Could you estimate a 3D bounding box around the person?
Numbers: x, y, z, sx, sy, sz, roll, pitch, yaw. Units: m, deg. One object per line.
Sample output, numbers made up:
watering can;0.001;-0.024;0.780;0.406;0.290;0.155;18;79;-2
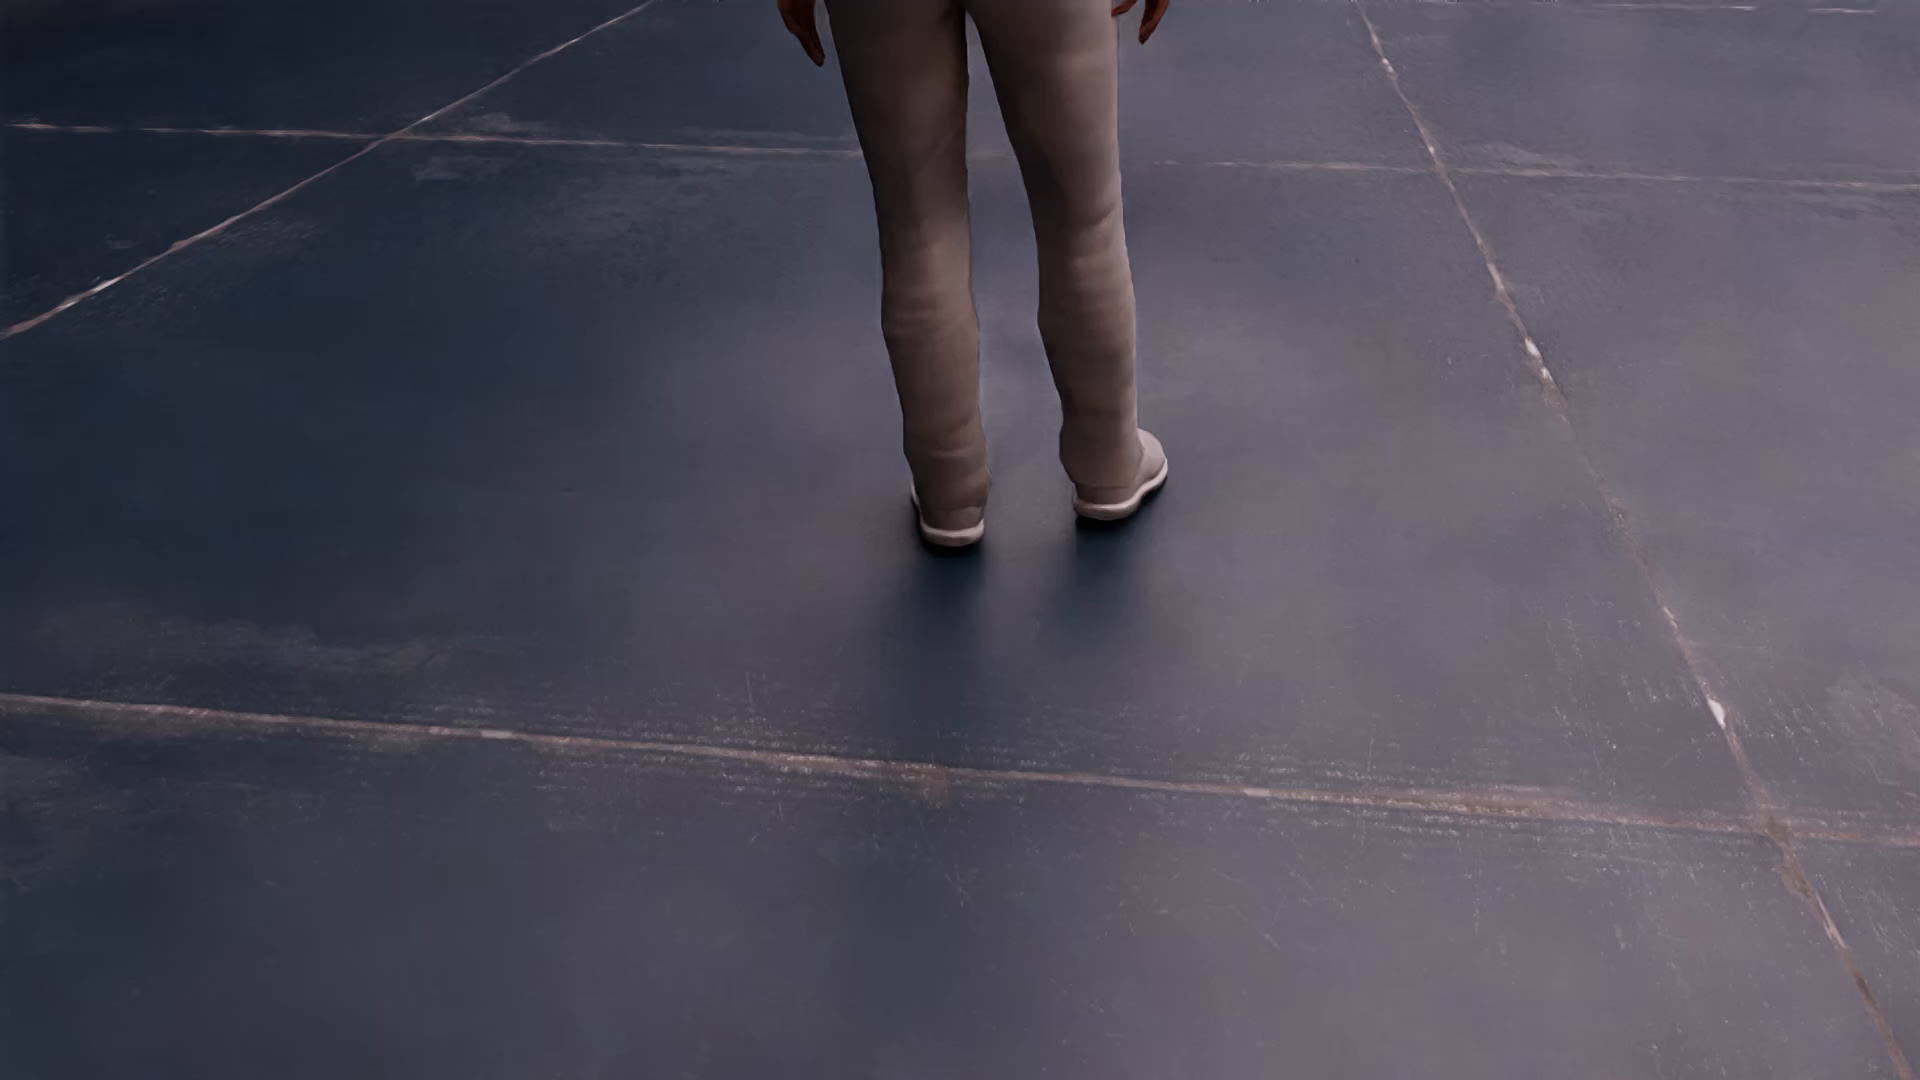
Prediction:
person;0.029;-0.797;2.182;0.570;1.695;0.529;3;27;7
